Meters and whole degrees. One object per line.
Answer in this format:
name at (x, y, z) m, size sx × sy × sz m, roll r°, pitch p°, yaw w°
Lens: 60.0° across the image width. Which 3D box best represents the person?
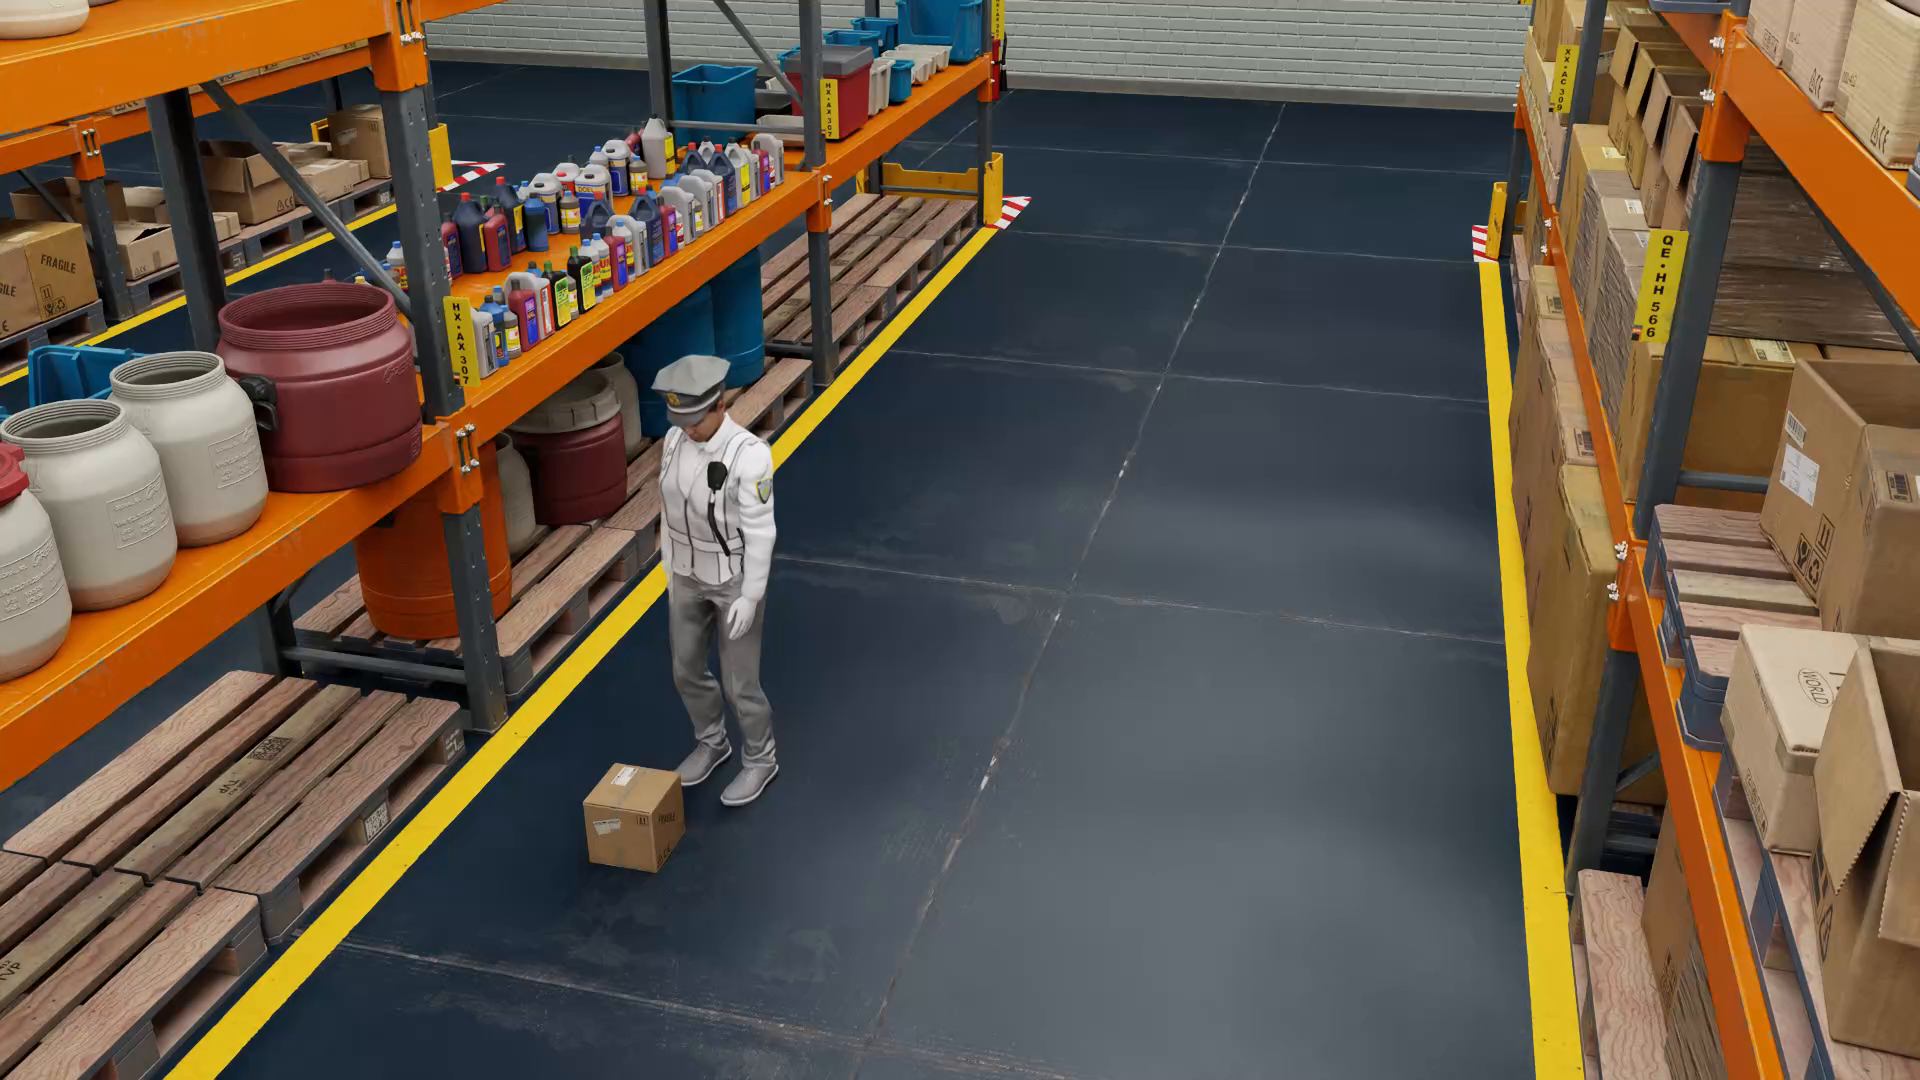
person at (-0.842, 0.155, 5.808) m, size 0.482 × 1.654 × 0.366 m, roll 16°, pitch 30°, yaw 29°
